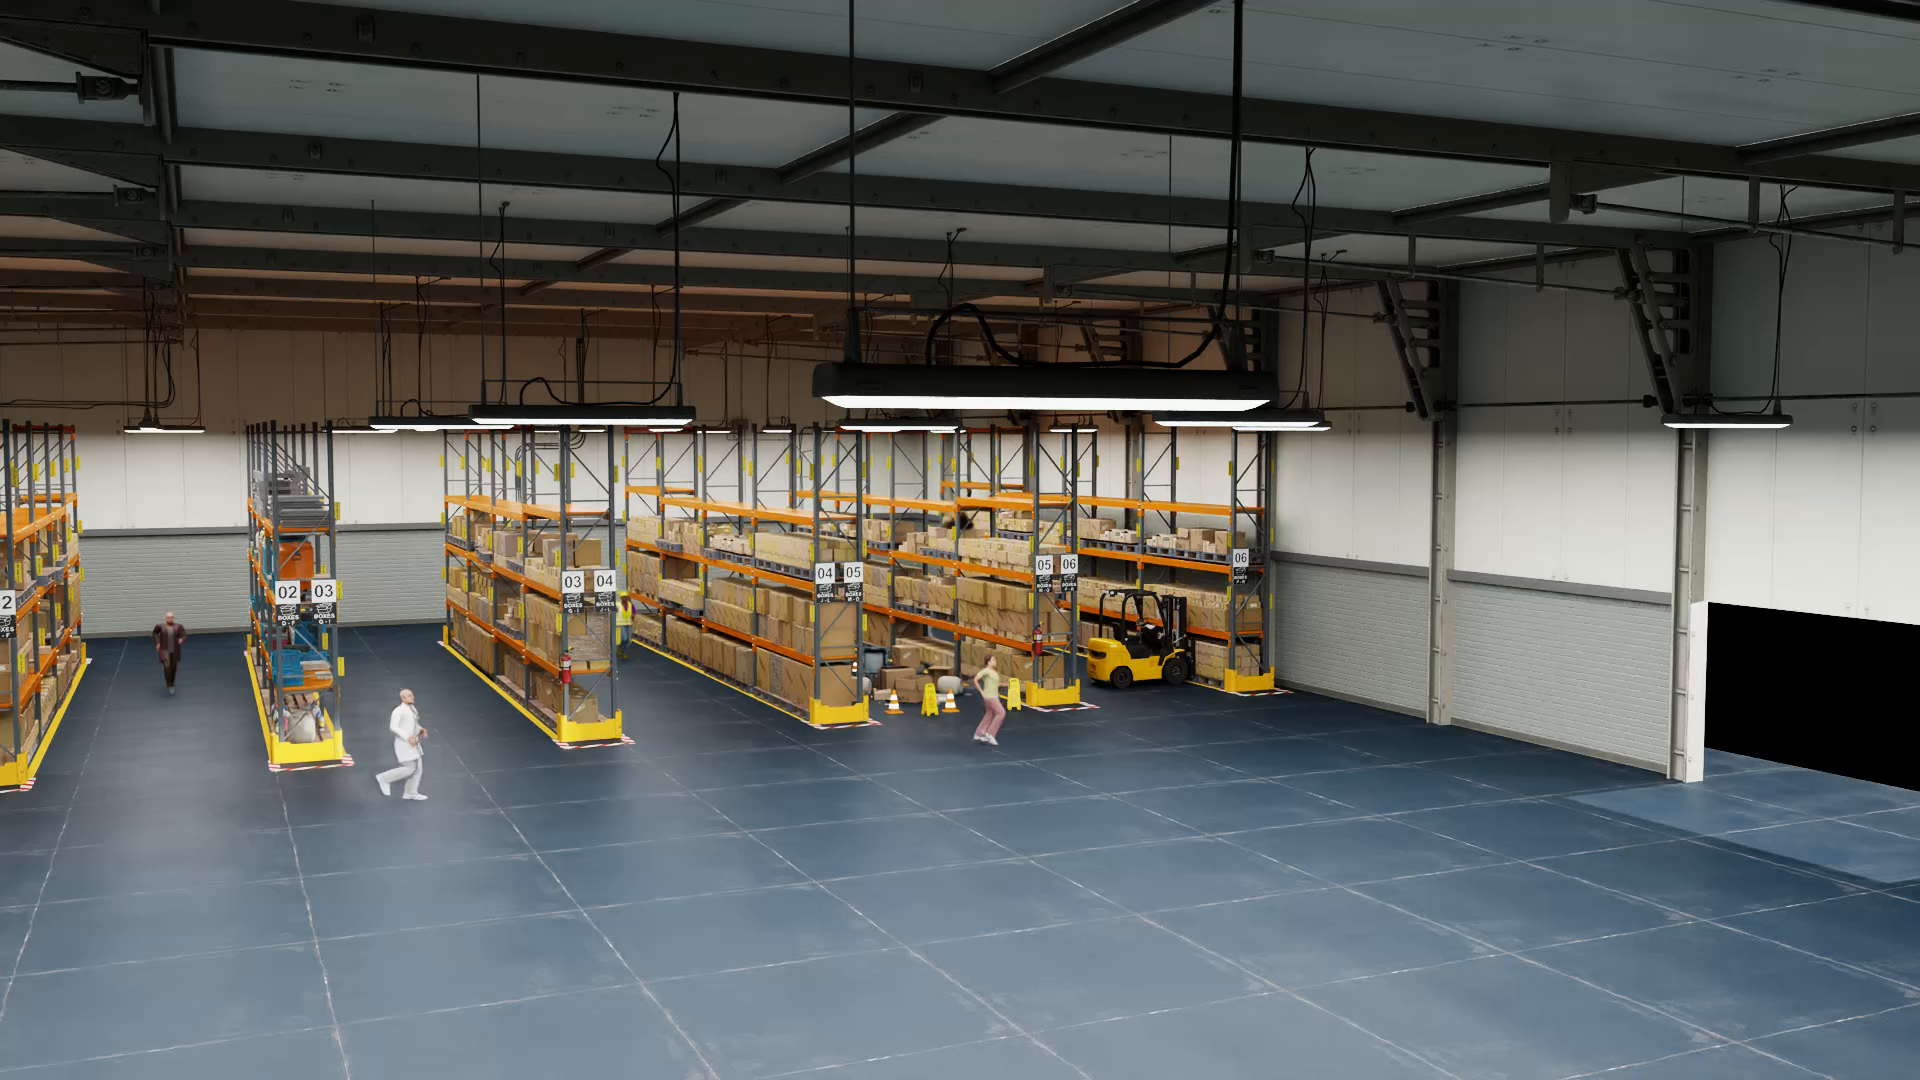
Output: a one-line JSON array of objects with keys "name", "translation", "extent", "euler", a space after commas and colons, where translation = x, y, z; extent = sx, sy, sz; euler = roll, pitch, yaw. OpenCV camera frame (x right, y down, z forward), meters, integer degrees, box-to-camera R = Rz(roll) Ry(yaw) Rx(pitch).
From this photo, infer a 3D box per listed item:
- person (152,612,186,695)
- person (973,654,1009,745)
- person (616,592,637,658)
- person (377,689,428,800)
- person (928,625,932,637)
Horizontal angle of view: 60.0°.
[{"name": "person", "translation": [-17.697, 2.506, 37.257], "extent": [0.662, 1.792, 1.037], "euler": [-2, 4, -34]}, {"name": "person", "translation": [0.576, 2.958, 30.876], "extent": [0.685, 1.684, 0.547], "euler": [1, 4, 16]}, {"name": "person", "translation": [-8.591, 2.189, 42.631], "extent": [0.690, 1.721, 0.597], "euler": [-2, 4, -35]}, {"name": "person", "translation": [-8.735, 3.221, 26.187], "extent": [0.669, 1.758, 0.712], "euler": [0, 4, 3]}, {"name": "person", "translation": [-0.937, 1.985, 45.814], "extent": [0.670, 1.815, 0.834], "euler": [-2, 4, -29]}]
